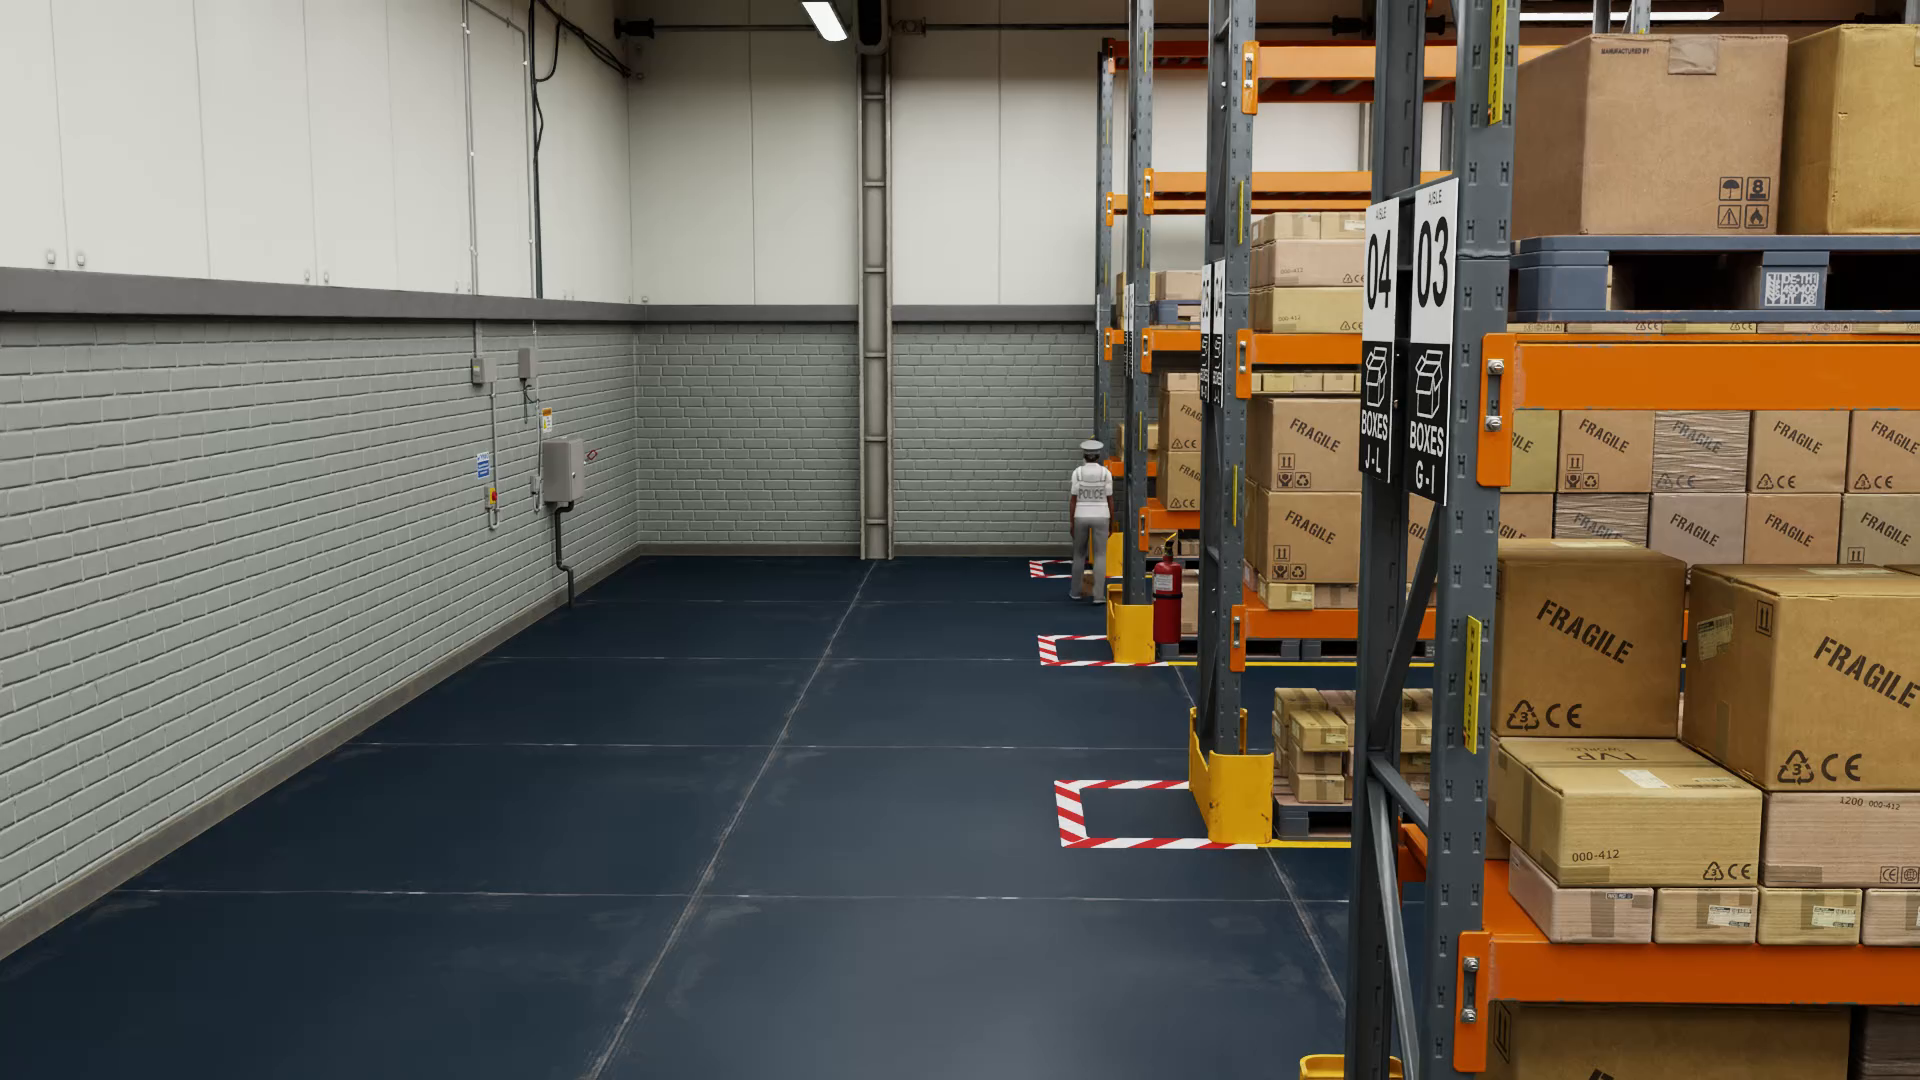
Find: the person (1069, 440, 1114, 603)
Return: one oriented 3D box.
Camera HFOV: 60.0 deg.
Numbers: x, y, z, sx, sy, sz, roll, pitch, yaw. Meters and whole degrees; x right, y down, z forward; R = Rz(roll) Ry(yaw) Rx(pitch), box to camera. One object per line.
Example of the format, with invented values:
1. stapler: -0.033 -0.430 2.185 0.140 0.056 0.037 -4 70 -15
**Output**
1. person: 1.354 -0.193 17.183 0.469 1.674 0.607 1 7 8
